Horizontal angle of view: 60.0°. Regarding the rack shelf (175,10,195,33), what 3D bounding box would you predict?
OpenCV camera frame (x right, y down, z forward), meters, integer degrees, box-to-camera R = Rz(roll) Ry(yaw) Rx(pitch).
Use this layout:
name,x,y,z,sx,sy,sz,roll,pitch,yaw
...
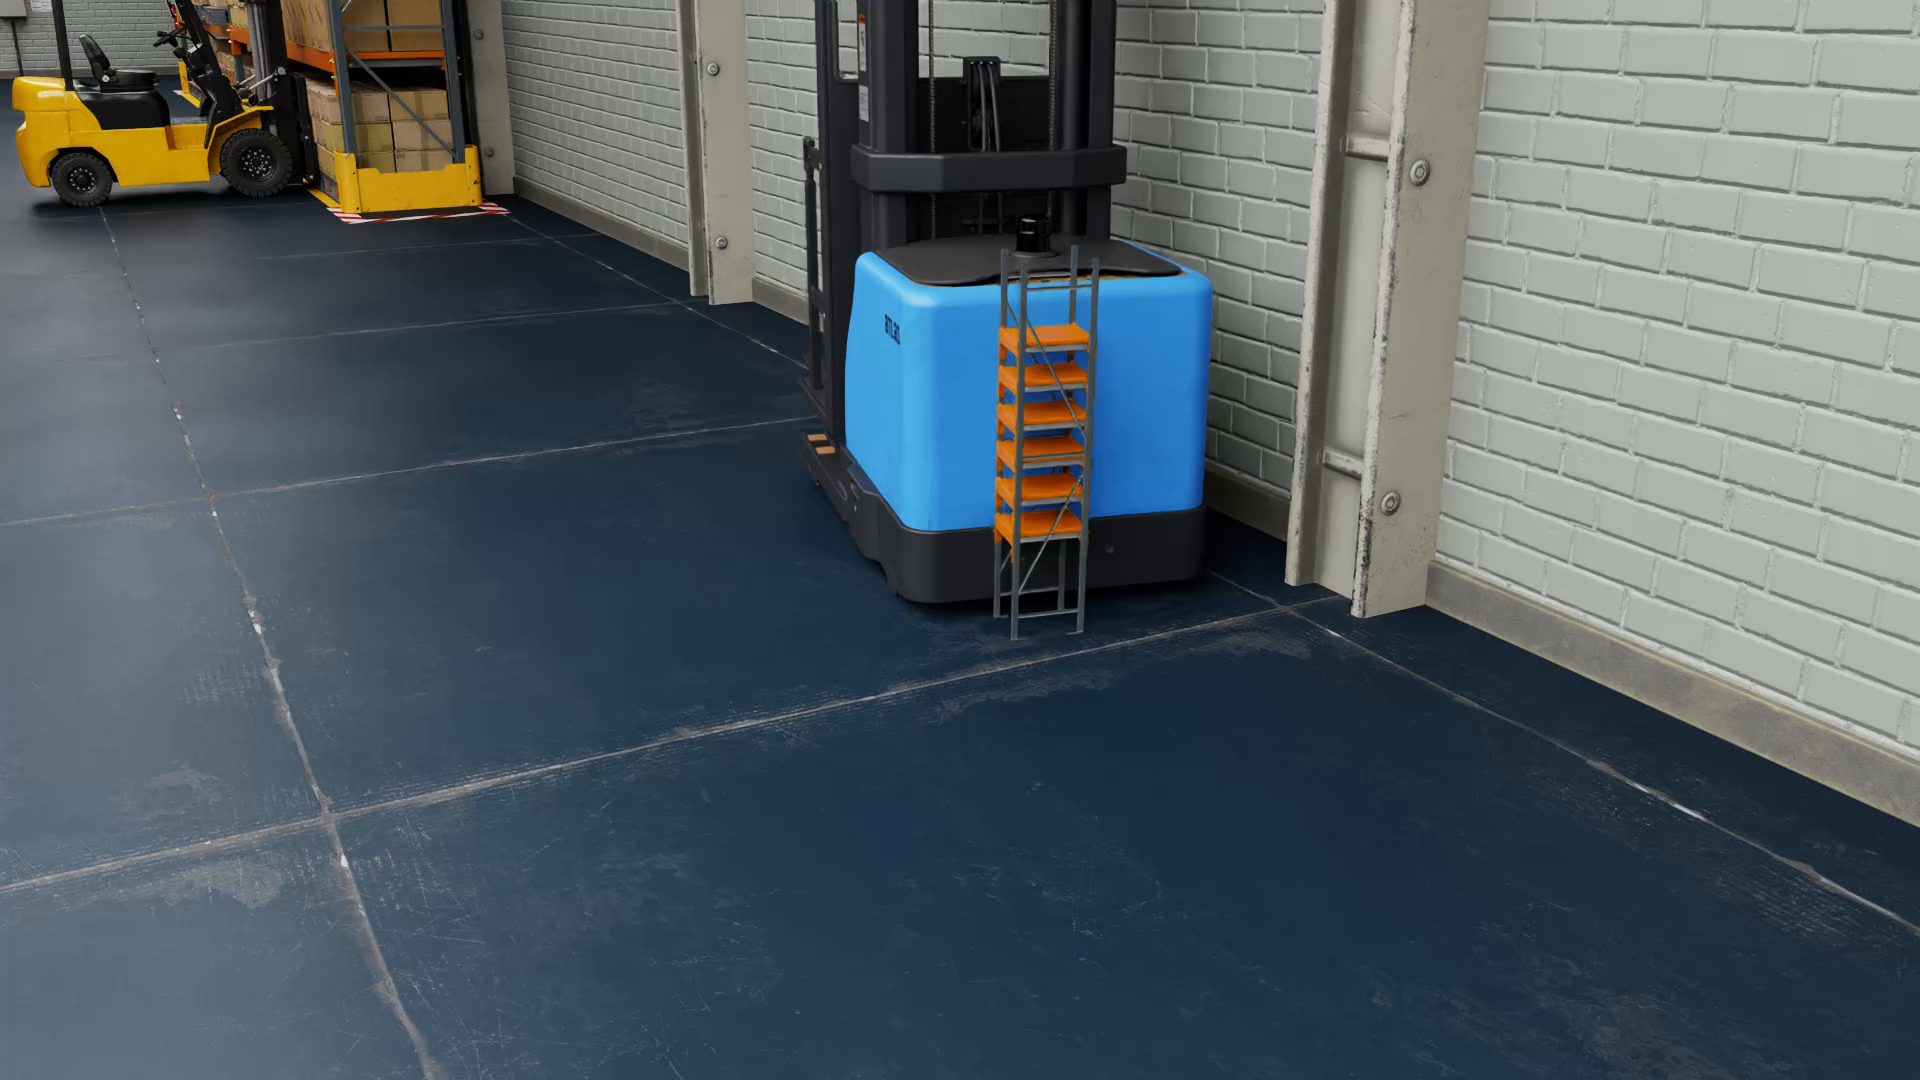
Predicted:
name,x,y,z,sx,sy,sz,roll,pitch,yaw
rack shelf,-11.467,-8.027,25.899,1.077,0.370,4.000,-10,21,-27

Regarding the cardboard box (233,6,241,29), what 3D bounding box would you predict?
name,x,y,z,sx,sy,sz,roll,pitch,yaw
cardboard box,-8.388,-6.264,19.916,0.500,0.250,0.500,-10,22,-28

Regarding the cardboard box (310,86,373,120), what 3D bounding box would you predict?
name,x,y,z,sx,sy,sz,roll,pitch,yaw
cardboard box,-5.560,-3.950,15.017,0.500,0.250,0.500,-10,21,-26

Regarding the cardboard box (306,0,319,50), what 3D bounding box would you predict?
name,x,y,z,sx,sy,sz,roll,pitch,yaw
cardboard box,-5.522,-4.647,14.846,0.500,0.500,0.500,-9,21,-25

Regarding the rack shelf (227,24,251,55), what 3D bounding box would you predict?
name,x,y,z,sx,sy,sz,roll,pitch,yaw
rack shelf,-7.668,-5.731,19.244,1.077,0.370,4.000,-10,21,-27

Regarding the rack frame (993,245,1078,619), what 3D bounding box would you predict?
name,x,y,z,sx,sy,sz,roll,pitch,yaw
rack frame,0.231,-0.316,5.183,0.240,1.200,0.006,-5,22,-15

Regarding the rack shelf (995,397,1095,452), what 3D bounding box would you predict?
name,x,y,z,sx,sy,sz,roll,pitch,yaw
rack shelf,0.258,-0.354,5.074,0.258,0.103,0.180,-5,22,-15

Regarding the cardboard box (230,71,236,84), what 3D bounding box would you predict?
name,x,y,z,sx,sy,sz,roll,pitch,yaw
cardboard box,-9.236,-5.895,21.806,0.500,0.500,0.500,-10,22,-27

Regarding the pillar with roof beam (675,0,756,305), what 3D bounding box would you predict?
name,x,y,z,sx,sy,sz,roll,pitch,yaw
pillar with roof beam,-5.296,-5.135,7.216,9.100,9.000,0.400,-10,21,-27

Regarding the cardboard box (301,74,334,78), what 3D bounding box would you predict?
name,x,y,z,sx,sy,sz,roll,pitch,yaw
cardboard box,-6.531,-4.532,16.707,0.500,0.250,0.500,-10,21,-27

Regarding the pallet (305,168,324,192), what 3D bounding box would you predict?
name,x,y,z,sx,sy,sz,roll,pitch,yaw
pallet,-5.794,-3.593,16.221,1.003,0.211,1.213,-10,21,-27

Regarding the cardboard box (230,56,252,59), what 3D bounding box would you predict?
name,x,y,z,sx,sy,sz,roll,pitch,yaw
cardboard box,-9.523,-6.382,22.221,0.380,0.149,0.250,-10,22,-27

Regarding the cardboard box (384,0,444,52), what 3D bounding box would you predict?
name,x,y,z,sx,sy,sz,roll,pitch,yaw
cardboard box,-4.810,-4.581,14.656,0.500,0.500,0.500,-9,21,-25

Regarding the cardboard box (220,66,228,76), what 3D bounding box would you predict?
name,x,y,z,sx,sy,sz,roll,pitch,yaw
cardboard box,-9.750,-6.191,22.664,0.500,0.500,0.500,-11,22,-29

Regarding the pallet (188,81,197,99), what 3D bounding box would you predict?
name,x,y,z,sx,sy,sz,roll,pitch,yaw
pallet,-12.001,-7.373,27.175,1.003,0.211,1.213,-10,21,-27

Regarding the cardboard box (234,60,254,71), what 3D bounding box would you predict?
name,x,y,z,sx,sy,sz,roll,pitch,yaw
cardboard box,-9.075,-6.071,21.321,0.380,0.149,0.250,-11,22,-29

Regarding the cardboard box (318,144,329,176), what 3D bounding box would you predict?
name,x,y,z,sx,sy,sz,roll,pitch,yaw
cardboard box,-5.548,-3.478,15.182,0.500,0.250,0.500,-10,21,-27

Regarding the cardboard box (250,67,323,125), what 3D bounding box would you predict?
name,x,y,z,sx,sy,sz,roll,pitch,yaw
cardboard box,-8.016,-5.354,20.044,0.875,0.625,0.625,-9,21,-25

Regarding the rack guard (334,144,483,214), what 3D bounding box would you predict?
name,x,y,z,sx,sy,sz,roll,pitch,yaw
rack guard,-4.808,-3.160,14.523,1.175,0.500,0.348,-10,21,-27

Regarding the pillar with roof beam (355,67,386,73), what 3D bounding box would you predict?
name,x,y,z,sx,sy,sz,roll,pitch,yaw
pillar with roof beam,-10.994,-8.580,17.200,9.100,9.000,0.400,-10,21,-27

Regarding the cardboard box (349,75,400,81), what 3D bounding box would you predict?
name,x,y,z,sx,sy,sz,roll,pitch,yaw
cardboard box,-5.832,-4.467,16.516,0.500,0.250,0.500,-10,21,-26

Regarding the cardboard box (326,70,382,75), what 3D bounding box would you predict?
name,x,y,z,sx,sy,sz,roll,pitch,yaw
cardboard box,-6.315,-4.757,17.357,0.500,0.250,0.500,-10,21,-26

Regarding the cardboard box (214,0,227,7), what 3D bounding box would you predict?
name,x,y,z,sx,sy,sz,roll,pitch,yaw
cardboard box,-9.267,-6.854,21.137,0.380,0.149,0.250,-10,21,-26

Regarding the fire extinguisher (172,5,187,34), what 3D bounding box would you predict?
name,x,y,z,sx,sy,sz,roll,pitch,yaw
fire extinguisher,-12.893,-8.699,27.434,0.296,0.674,0.183,-10,21,-27

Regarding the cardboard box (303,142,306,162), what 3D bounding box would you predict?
name,x,y,z,sx,sy,sz,roll,pitch,yaw
cardboard box,-6.044,-3.768,16.025,0.500,0.250,0.500,-9,21,-25

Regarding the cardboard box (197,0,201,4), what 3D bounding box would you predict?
name,x,y,z,sx,sy,sz,roll,pitch,yaw
cardboard box,-10.239,-7.717,23.100,0.700,0.500,0.500,-10,21,-26

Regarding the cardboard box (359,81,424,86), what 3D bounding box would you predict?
name,x,y,z,sx,sy,sz,roll,pitch,yaw
cardboard box,-5.349,-4.175,15.672,0.500,0.250,0.500,-10,21,-27

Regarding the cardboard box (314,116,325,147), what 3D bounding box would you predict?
name,x,y,z,sx,sy,sz,roll,pitch,yaw
cardboard box,-5.554,-3.721,15.120,0.500,0.250,0.500,-10,22,-27

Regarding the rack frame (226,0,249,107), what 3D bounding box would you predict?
name,x,y,z,sx,sy,sz,roll,pitch,yaw
rack frame,-8.618,-6.645,20.791,1.000,3.000,0.127,-10,21,-27

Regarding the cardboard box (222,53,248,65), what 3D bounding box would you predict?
name,x,y,z,sx,sy,sz,roll,pitch,yaw
cardboard box,-10.022,-6.679,23.083,0.380,0.149,0.250,-10,21,-27

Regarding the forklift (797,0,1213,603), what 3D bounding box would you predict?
name,x,y,z,sx,sy,sz,roll,pitch,yaw
forklift,-0.045,-1.627,6.354,1.130,2.935,3.031,-5,20,-14

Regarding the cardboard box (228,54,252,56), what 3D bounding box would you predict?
name,x,y,z,sx,sy,sz,roll,pitch,yaw
cardboard box,-9.752,-6.535,22.664,0.380,0.149,0.250,-10,21,-26

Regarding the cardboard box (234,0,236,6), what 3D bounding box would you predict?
name,x,y,z,sx,sy,sz,roll,pitch,yaw
cardboard box,-8.385,-6.501,19.838,0.500,0.250,0.500,-9,21,-25

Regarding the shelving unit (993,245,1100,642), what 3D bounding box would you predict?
name,x,y,z,sx,sy,sz,roll,pitch,yaw
shelving unit,0.257,-0.284,5.102,0.258,1.200,0.189,-5,22,-15

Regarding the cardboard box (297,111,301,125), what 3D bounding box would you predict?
name,x,y,z,sx,sy,sz,roll,pitch,yaw
cardboard box,-6.052,-4.010,15.958,0.500,0.250,0.500,-10,21,-27

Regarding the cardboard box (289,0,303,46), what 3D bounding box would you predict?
name,x,y,z,sx,sy,sz,roll,pitch,yaw
cardboard box,-6.014,-4.937,15.686,0.500,0.500,0.500,-10,21,-26

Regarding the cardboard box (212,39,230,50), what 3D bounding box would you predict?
name,x,y,z,sx,sy,sz,roll,pitch,yaw
cardboard box,-10.528,-7.123,23.913,0.380,0.149,0.250,-10,22,-28

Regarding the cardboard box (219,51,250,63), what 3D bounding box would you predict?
name,x,y,z,sx,sy,sz,roll,pitch,yaw
cardboard box,-10.250,-6.833,23.530,0.380,0.149,0.250,-11,22,-29

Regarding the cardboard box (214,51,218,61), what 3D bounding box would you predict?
name,x,y,z,sx,sy,sz,roll,pitch,yaw
cardboard box,-10.581,-6.973,23.934,0.380,0.149,0.250,-9,21,-24

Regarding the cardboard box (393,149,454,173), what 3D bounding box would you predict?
name,x,y,z,sx,sy,sz,roll,pitch,yaw
cardboard box,-4.880,-3.419,15.012,0.500,0.250,0.500,-10,21,-26

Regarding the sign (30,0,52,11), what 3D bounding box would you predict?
name,x,y,z,sx,sy,sz,roll,pitch,yaw
sign,-17.227,-10.161,31.126,0.329,0.494,0.001,-10,21,-27

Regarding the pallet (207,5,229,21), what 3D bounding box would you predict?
name,x,y,z,sx,sy,sz,roll,pitch,yaw
pallet,-9.545,-7.112,22.438,1.003,0.211,1.213,-10,21,-27

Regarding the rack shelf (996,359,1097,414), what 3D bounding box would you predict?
name,x,y,z,sx,sy,sz,roll,pitch,yaw
rack shelf,0.260,-0.465,5.030,0.258,0.103,0.180,-5,22,-15

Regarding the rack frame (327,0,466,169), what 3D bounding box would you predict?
name,x,y,z,sx,sy,sz,roll,pitch,yaw
rack frame,-4.819,-4.349,14.135,1.000,3.000,0.127,-10,21,-27

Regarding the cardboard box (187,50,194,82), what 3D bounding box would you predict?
name,x,y,z,sx,sy,sz,roll,pitch,yaw
cardboard box,-12.210,-7.770,27.233,0.797,0.503,0.637,-11,22,-29

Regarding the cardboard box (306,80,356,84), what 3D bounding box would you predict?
name,x,y,z,sx,sy,sz,roll,pitch,yaw
cardboard box,-6.042,-4.239,15.858,0.500,0.250,0.500,-10,22,-28

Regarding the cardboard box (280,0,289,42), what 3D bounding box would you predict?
name,x,y,z,sx,sy,sz,roll,pitch,yaw
cardboard box,-6.476,-5.229,16.534,0.500,0.500,0.500,-10,21,-26

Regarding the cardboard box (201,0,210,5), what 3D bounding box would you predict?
name,x,y,z,sx,sy,sz,roll,pitch,yaw
cardboard box,-9.866,-7.492,22.447,0.700,0.500,0.500,-10,21,-27

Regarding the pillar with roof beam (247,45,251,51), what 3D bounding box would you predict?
name,x,y,z,sx,sy,sz,roll,pitch,yaw
pillar with roof beam,-16.693,-12.024,27.183,9.100,9.000,0.400,-10,21,-27

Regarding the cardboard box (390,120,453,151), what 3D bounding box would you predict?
name,x,y,z,sx,sy,sz,roll,pitch,yaw
cardboard box,-4.859,-3.651,14.918,0.500,0.250,0.500,-10,21,-26

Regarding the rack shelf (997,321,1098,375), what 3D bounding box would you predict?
name,x,y,z,sx,sy,sz,roll,pitch,yaw
rack shelf,0.261,-0.577,4.986,0.258,0.103,0.180,-5,22,-15

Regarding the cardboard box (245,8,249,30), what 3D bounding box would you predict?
name,x,y,z,sx,sy,sz,roll,pitch,yaw
cardboard box,-7.892,-5.968,19.058,0.500,0.250,0.500,-9,21,-25

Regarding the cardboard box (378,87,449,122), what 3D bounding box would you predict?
name,x,y,z,sx,sy,sz,roll,pitch,yaw
cardboard box,-4.881,-3.887,14.837,0.500,0.250,0.500,-10,22,-27
